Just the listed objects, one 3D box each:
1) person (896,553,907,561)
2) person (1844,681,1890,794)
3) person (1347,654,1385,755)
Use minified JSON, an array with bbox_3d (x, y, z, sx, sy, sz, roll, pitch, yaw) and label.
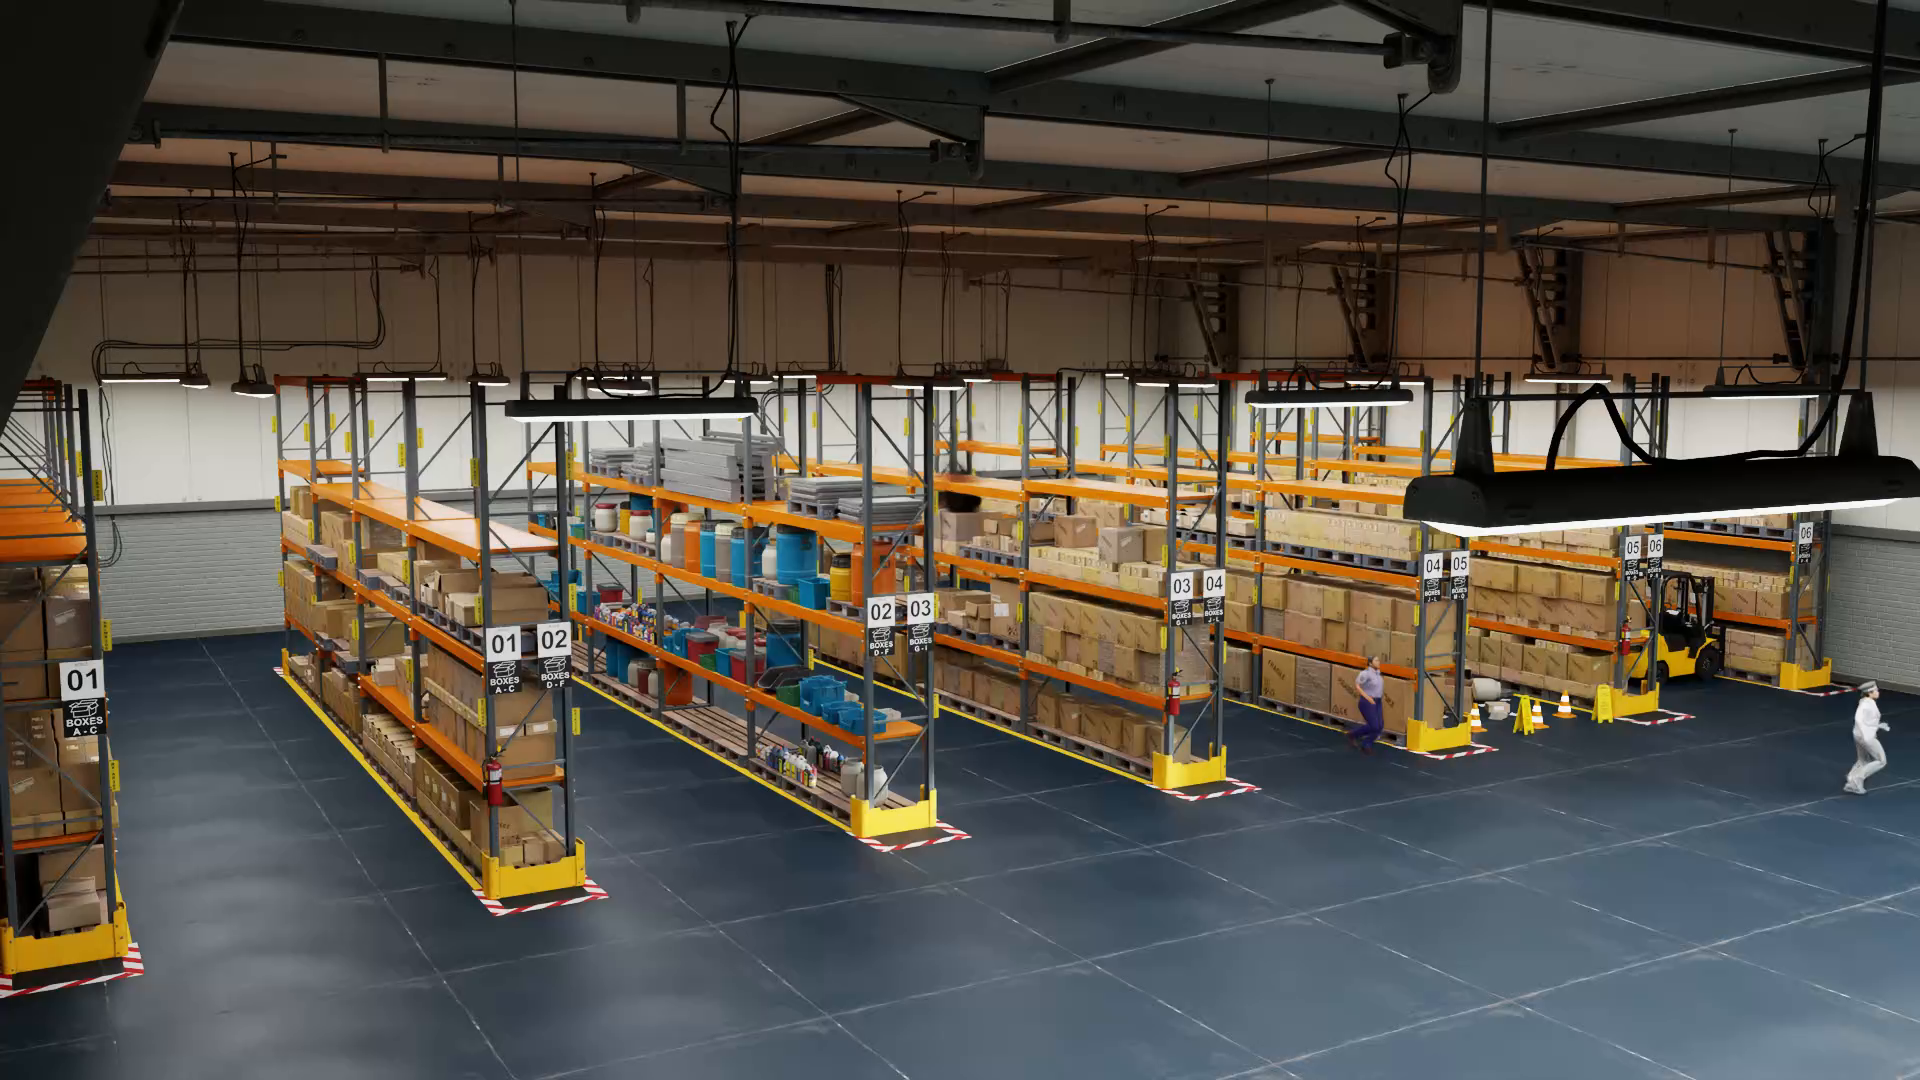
[{"bbox_3d":[-1.471,0.973,41.427,0.545,1.691,0.767,-6,9,-43],"label":"person"},{"bbox_3d":[13.197,2.862,24.139,0.577,1.666,0.624,2,6,15],"label":"person"},{"bbox_3d":[6.572,2.635,26.685,0.532,1.593,0.632,6,8,42],"label":"person"}]
